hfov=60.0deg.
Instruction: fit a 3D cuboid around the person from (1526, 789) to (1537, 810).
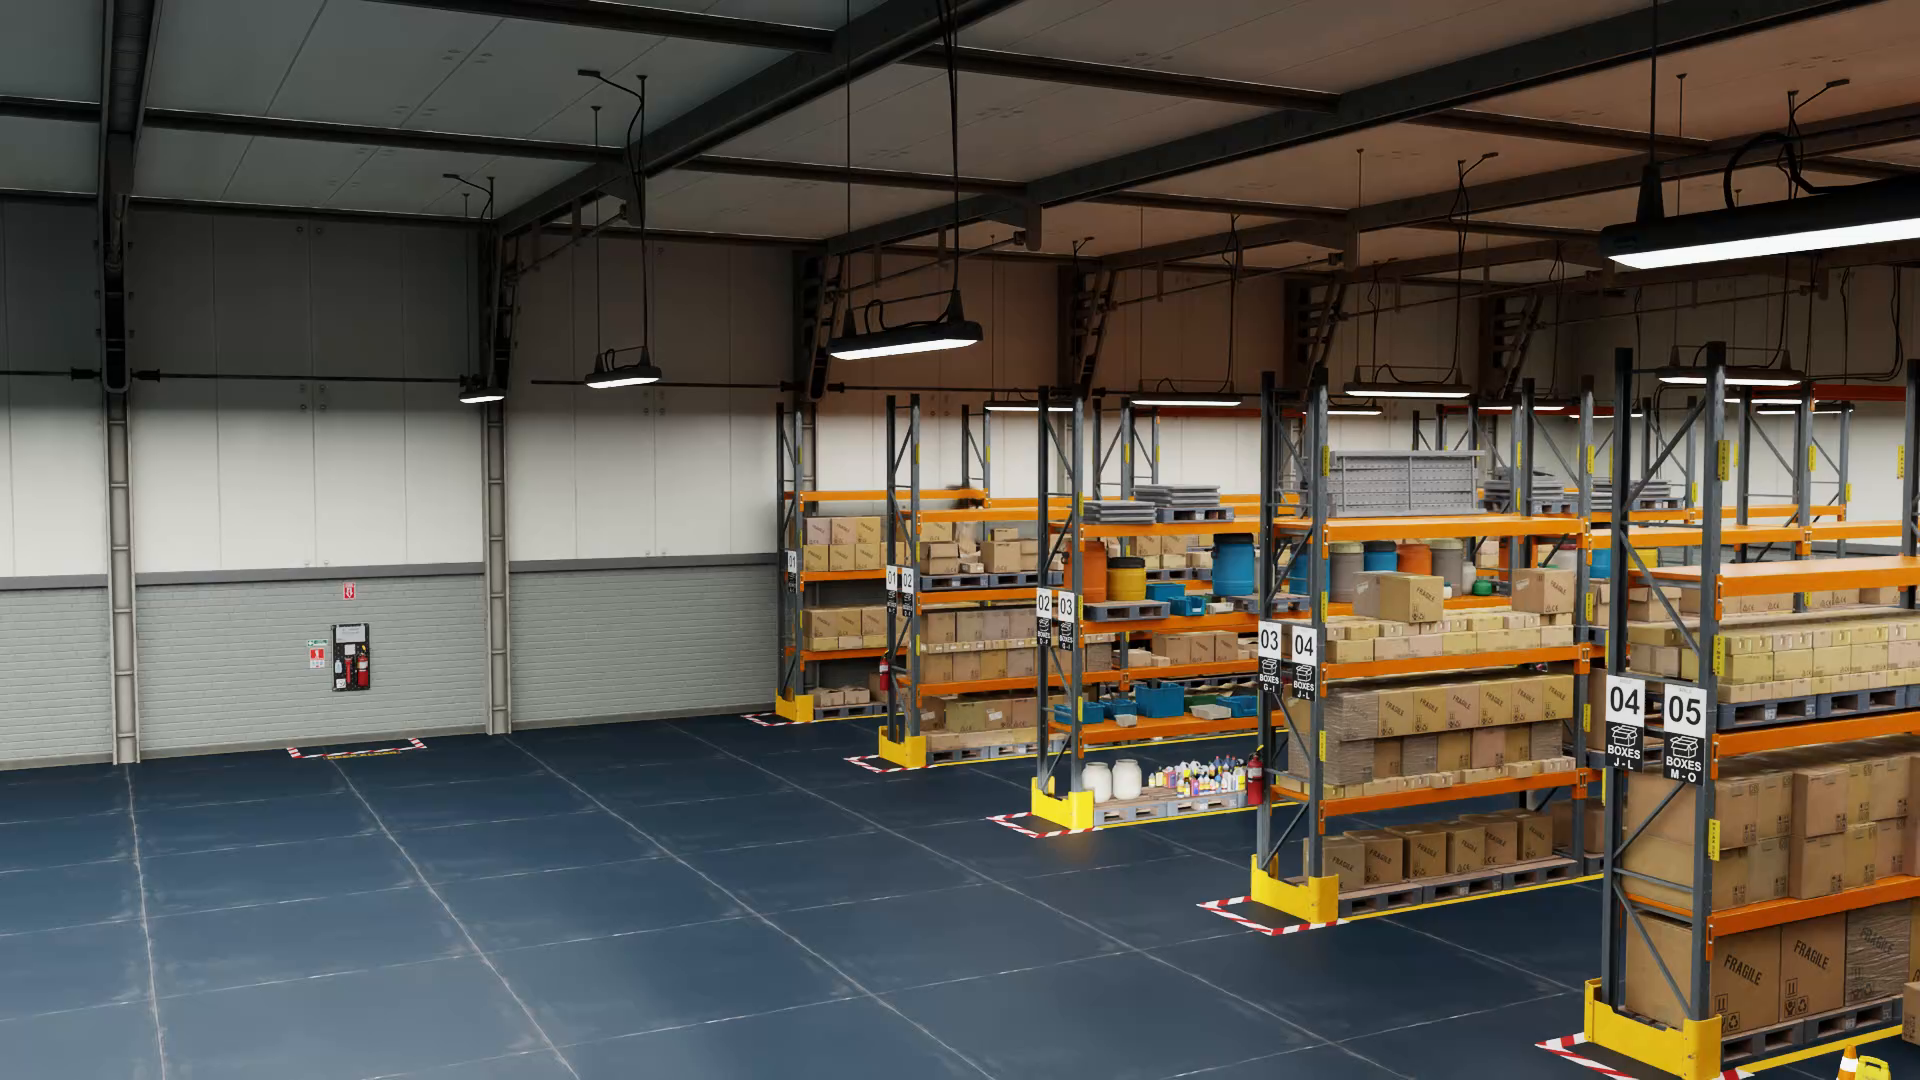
[{"bbox_3d":[7.629,3.085,22.295,0.446,1.681,0.533,1,3,12],"label":"person"}]
